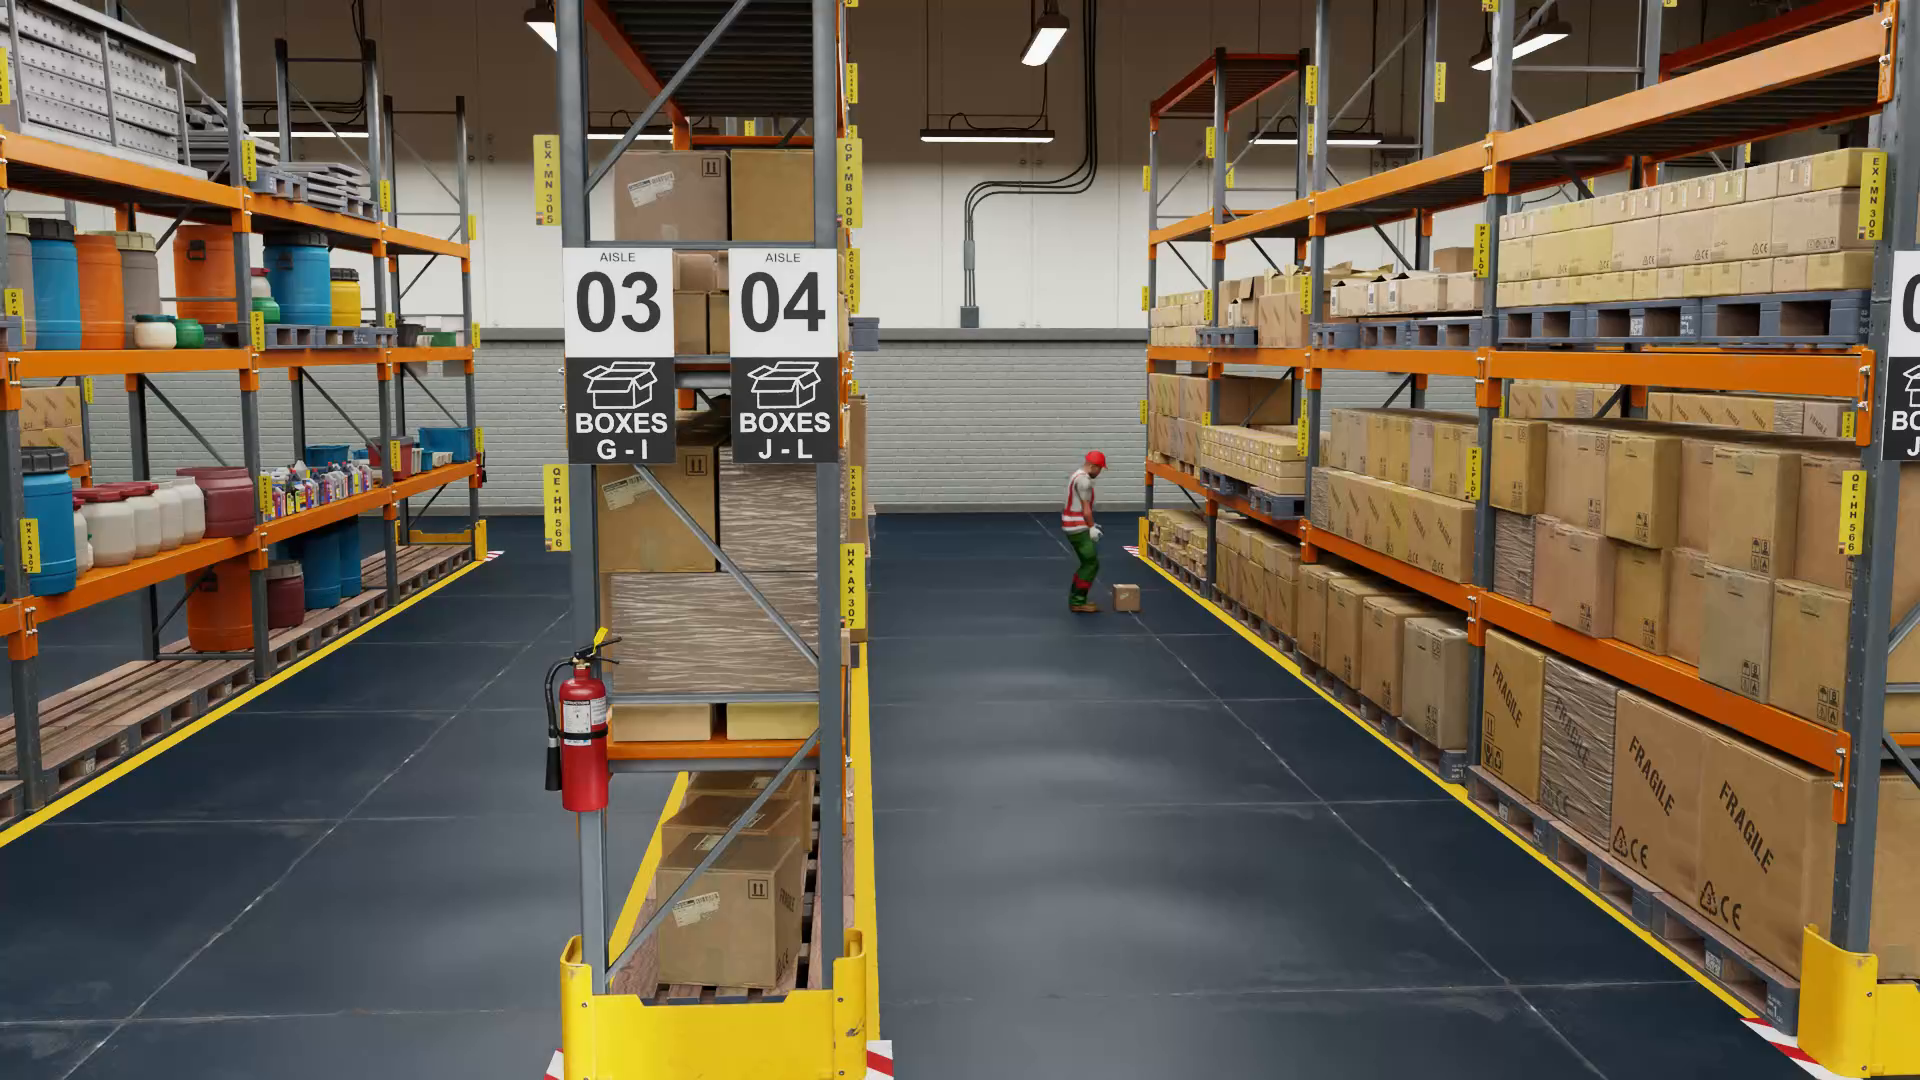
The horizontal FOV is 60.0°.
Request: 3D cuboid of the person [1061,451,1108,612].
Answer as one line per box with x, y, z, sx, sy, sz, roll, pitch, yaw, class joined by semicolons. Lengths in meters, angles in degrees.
1.338;-0.102;17.836;0.496;1.712;0.551;0;7;-2;person
